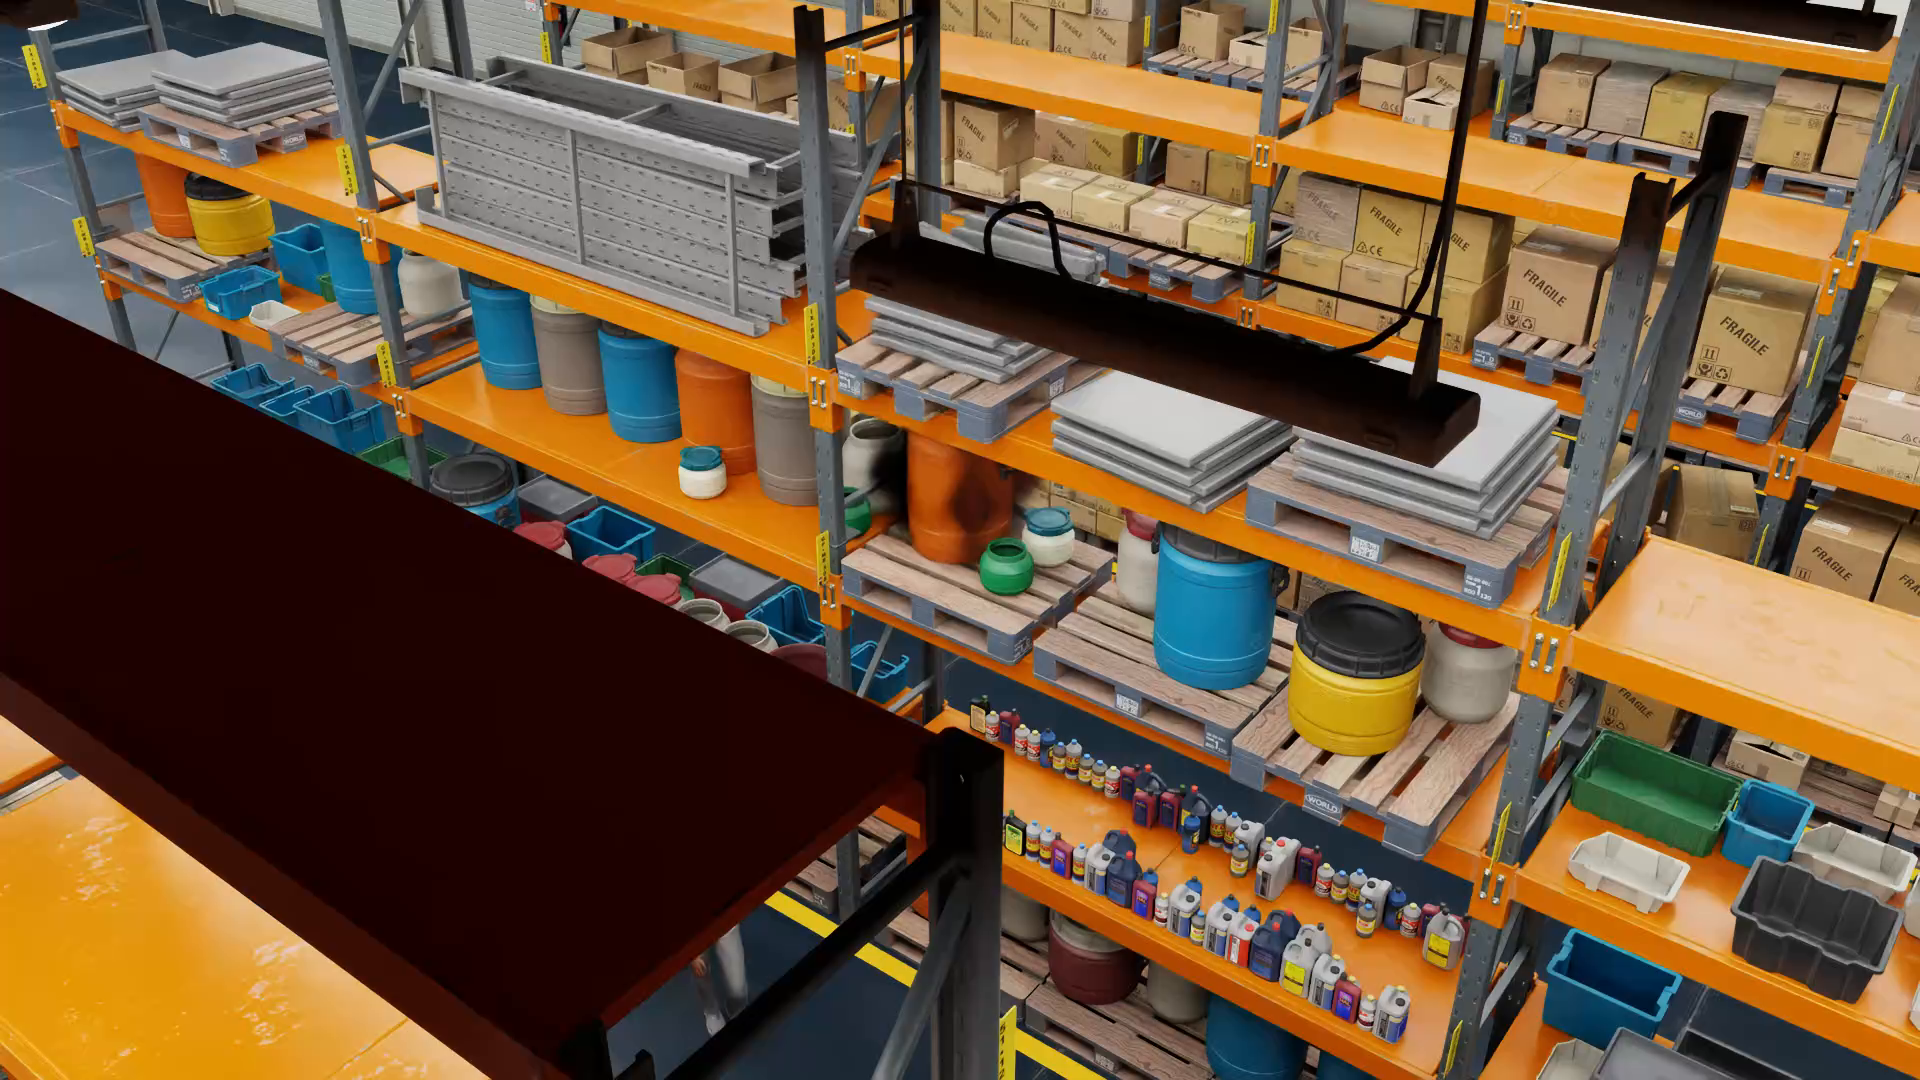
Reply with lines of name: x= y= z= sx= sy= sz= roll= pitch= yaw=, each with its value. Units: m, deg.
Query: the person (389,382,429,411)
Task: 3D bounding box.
person: x=-5.828 y=-2.138 z=17.216 sx=0.511 sy=1.661 sz=0.383 roll=-1 pitch=31 yaw=-2

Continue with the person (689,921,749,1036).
person: x=-1.513 y=2.341 z=9.832 sx=0.466 sy=1.717 sz=0.510 roll=-6 pitch=32 yaw=-10
